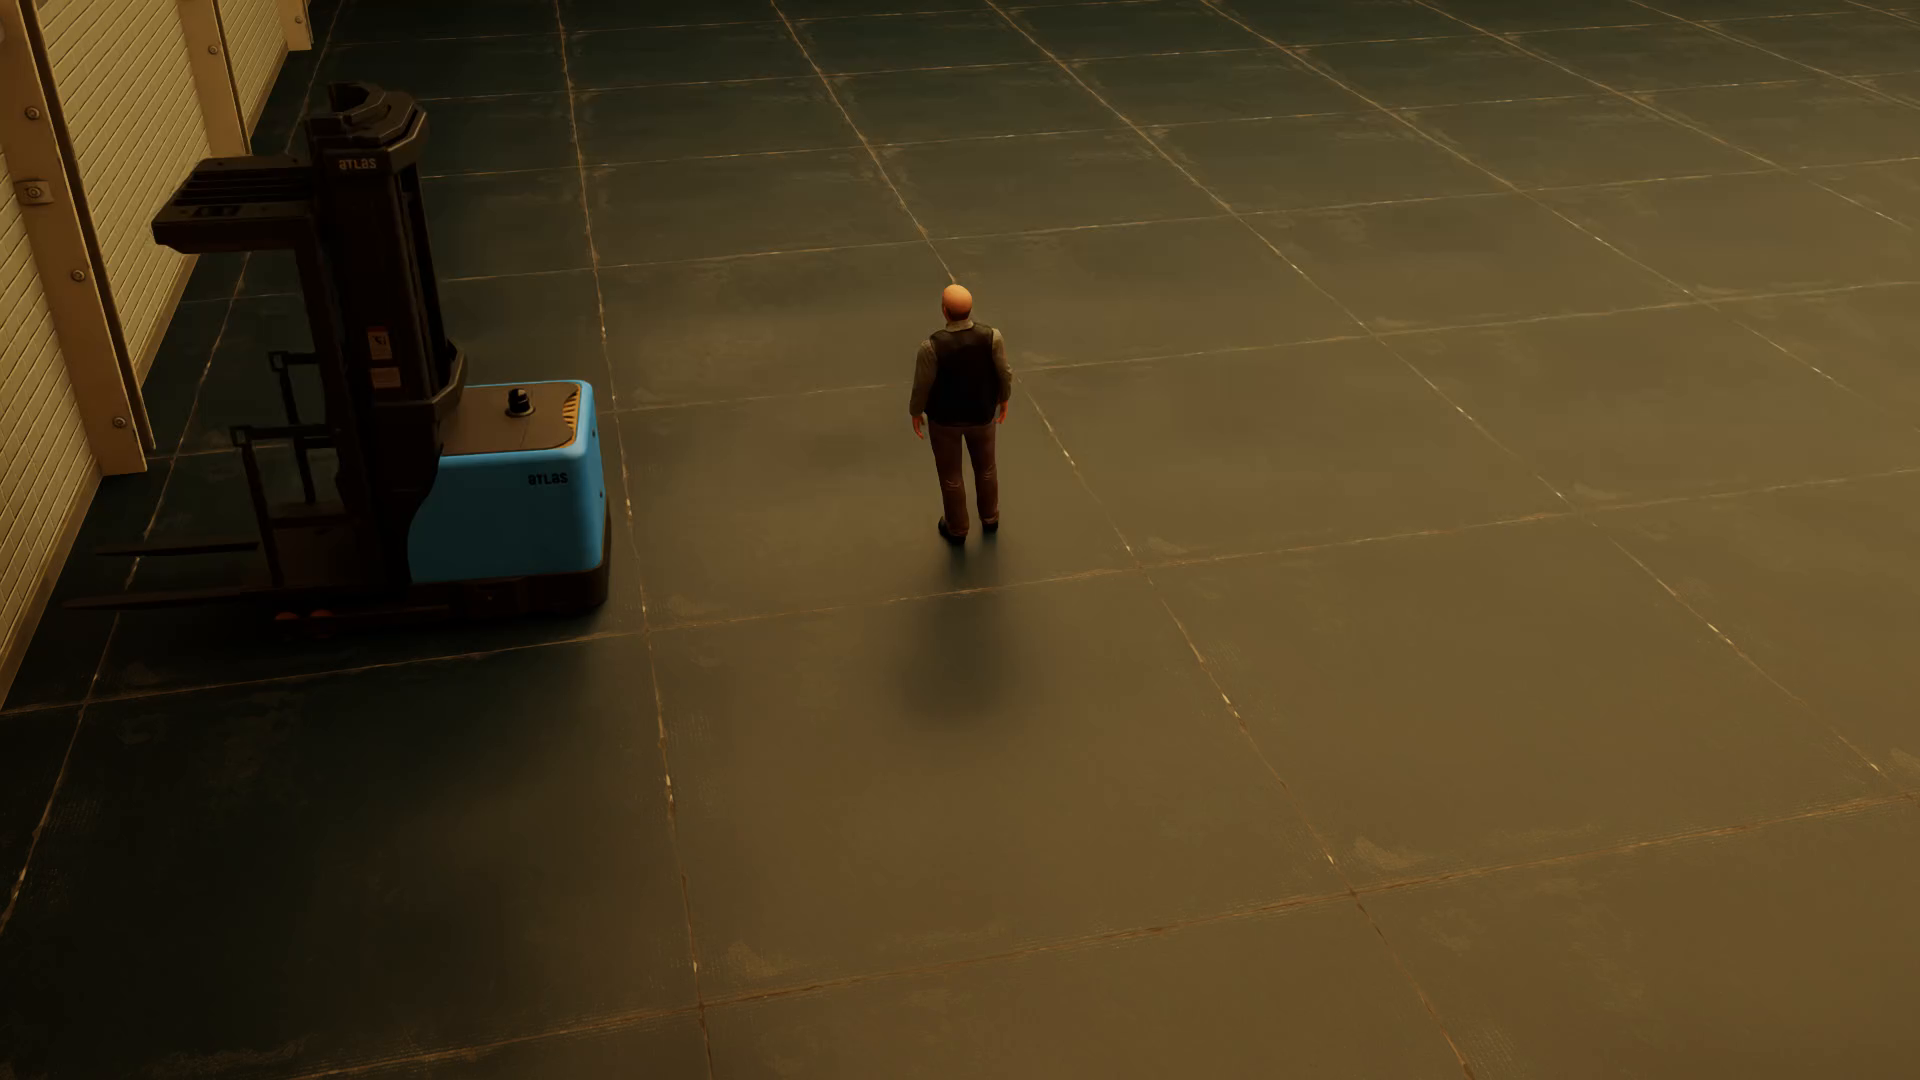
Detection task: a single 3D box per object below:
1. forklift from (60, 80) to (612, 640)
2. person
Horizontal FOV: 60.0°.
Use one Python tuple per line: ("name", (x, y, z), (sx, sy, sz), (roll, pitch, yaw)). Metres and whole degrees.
("forklift", (-3.638, -0.972, 9.253), (3.031, 2.935, 1.130), (-4, 30, -7))
("person", (-0.009, -0.753, 10.145), (0.632, 1.642, 0.552), (-7, 31, -12))
